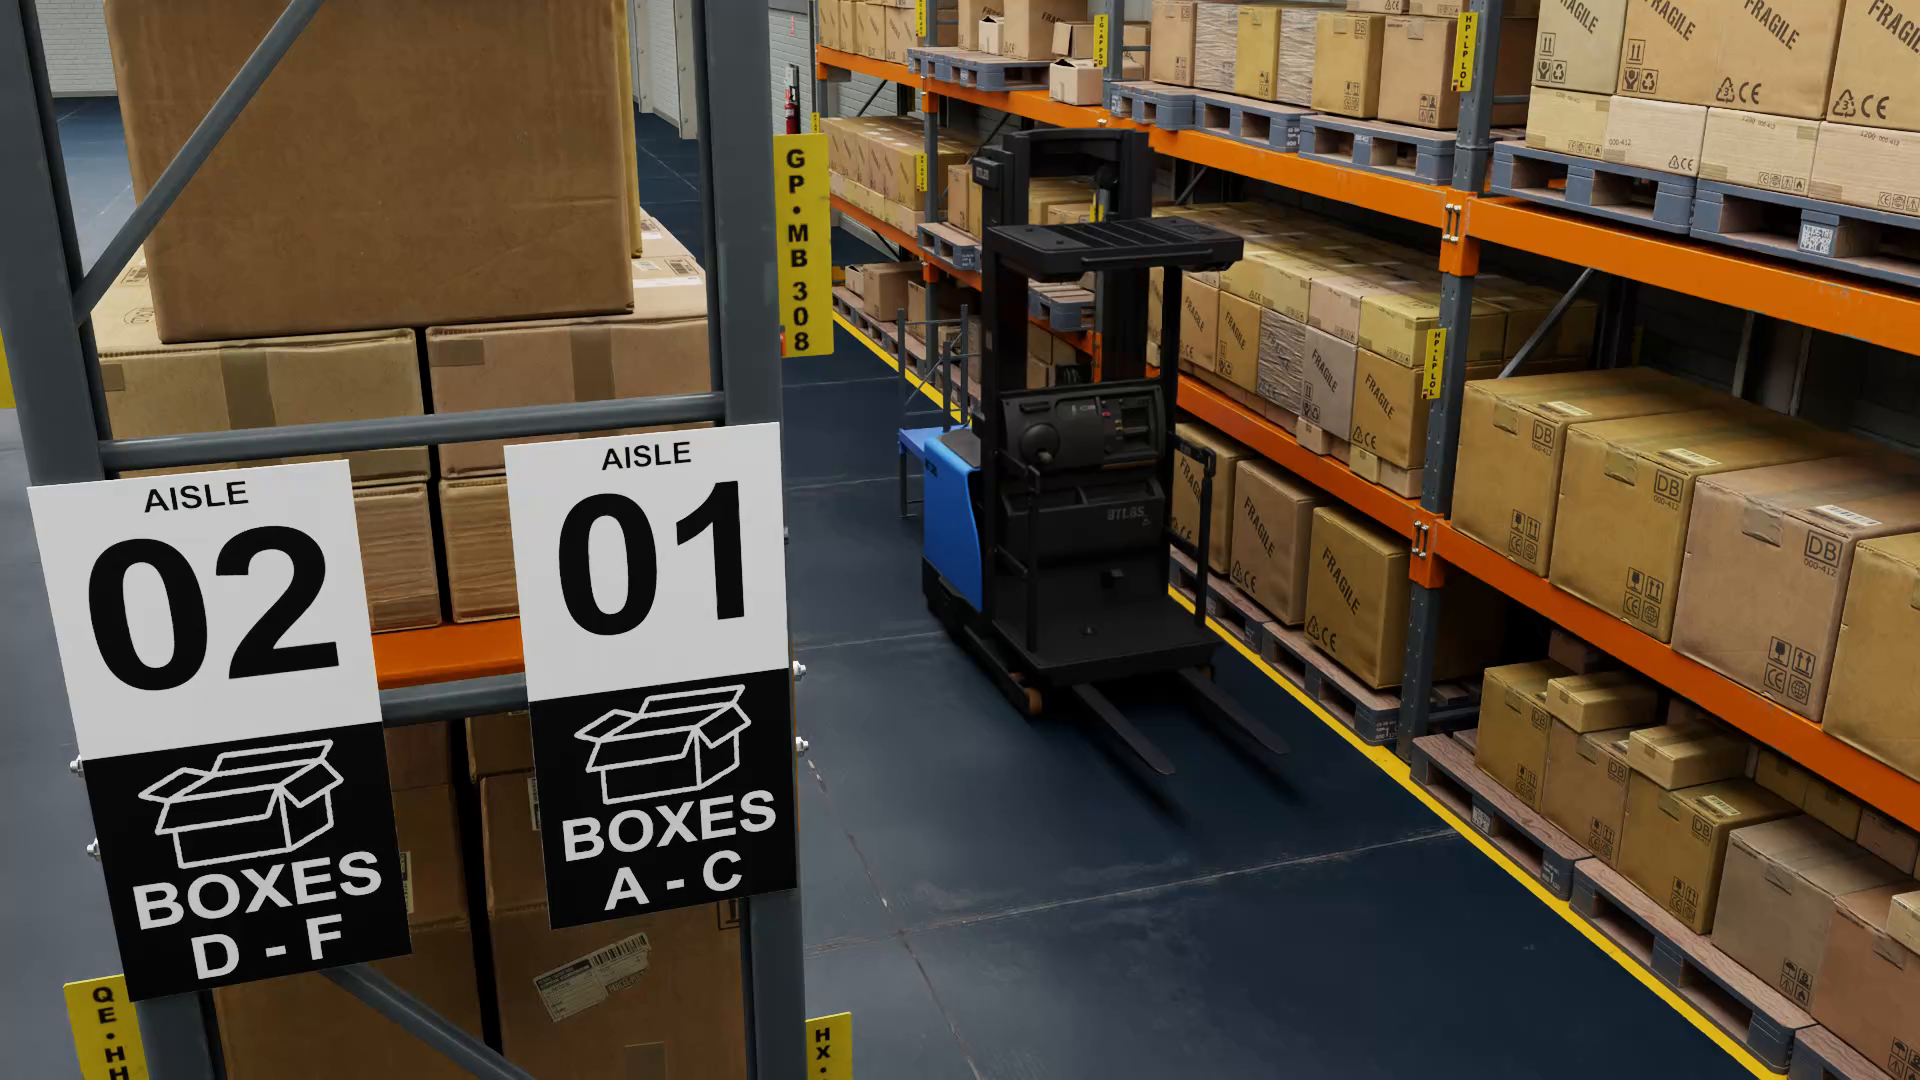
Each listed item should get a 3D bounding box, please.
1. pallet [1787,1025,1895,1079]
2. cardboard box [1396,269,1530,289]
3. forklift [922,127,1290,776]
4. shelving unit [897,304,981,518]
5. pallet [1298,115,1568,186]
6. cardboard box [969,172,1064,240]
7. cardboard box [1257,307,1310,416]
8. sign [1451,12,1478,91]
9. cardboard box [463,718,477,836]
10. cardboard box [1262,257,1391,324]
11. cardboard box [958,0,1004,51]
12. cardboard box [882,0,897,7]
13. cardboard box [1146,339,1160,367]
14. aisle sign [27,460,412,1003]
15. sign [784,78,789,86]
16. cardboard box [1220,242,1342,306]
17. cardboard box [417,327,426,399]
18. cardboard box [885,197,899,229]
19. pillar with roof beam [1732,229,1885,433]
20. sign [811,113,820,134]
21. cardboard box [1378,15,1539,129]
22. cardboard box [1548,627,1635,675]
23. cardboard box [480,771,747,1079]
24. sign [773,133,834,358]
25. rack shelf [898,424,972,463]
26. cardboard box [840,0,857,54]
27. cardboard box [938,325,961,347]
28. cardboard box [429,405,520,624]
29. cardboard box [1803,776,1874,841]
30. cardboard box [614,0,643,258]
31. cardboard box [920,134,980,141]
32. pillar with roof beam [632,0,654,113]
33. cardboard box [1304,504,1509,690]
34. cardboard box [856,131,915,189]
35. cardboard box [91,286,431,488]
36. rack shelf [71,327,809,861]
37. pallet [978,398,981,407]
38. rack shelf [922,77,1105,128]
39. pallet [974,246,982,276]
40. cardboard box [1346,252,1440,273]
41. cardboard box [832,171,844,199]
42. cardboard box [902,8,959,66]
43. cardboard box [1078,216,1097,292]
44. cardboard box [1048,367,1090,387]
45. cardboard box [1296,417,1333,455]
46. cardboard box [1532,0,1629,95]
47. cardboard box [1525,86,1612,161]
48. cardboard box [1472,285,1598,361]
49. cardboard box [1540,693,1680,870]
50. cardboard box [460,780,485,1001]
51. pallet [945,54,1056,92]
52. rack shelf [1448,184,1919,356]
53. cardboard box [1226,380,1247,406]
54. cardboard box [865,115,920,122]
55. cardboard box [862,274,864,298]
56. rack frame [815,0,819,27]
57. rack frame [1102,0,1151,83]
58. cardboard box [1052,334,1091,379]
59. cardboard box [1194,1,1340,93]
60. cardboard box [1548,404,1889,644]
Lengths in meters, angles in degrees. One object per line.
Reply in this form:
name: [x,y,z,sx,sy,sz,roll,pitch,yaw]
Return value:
pallet: [3.622,1.988,5.571,1.003,0.211,1.213,-6,21,-17]
cardboard box: [2.622,-1.252,8.738,0.500,0.250,0.500,-6,21,-17]
forklift: [0.747,-0.598,8.744,1.130,2.935,3.031,-7,21,-19]
shelving unit: [-0.027,-0.733,11.239,0.538,1.500,1.048,-6,21,-17]
pallet: [2.355,-1.971,8.312,0.805,0.209,1.217,-7,21,-19]
cardboard box: [0.472,-2.835,14.072,0.700,0.500,0.500,-4,20,-12]
cardboard box: [1.986,-1.003,9.153,0.500,0.500,0.500,-6,21,-17]
sign: [2.178,-2.103,7.165,0.100,0.325,0.005,-6,21,-17]
cardboard box: [-1.283,0.583,5.207,0.500,0.500,0.500,-6,21,-16]
cardboard box: [1.989,-1.361,9.042,0.500,0.250,0.500,-6,21,-16]
cardboard box: [0.272,-4.400,14.022,0.500,0.500,0.500,-3,20,-9]
cardboard box: [-0.422,-5.174,15.290,0.500,0.500,0.500,-5,20,-14]
cardboard box: [1.391,-1.229,10.742,0.380,0.149,0.250,-6,21,-16]
aisle sign: [-1.023,0.282,2.349,0.394,0.787,0.004,-6,21,-17]
sign: [-2.750,-7.253,26.336,0.001,0.109,0.331,-6,21,-17]
cardboard box: [1.828,-1.525,9.497,0.500,0.250,0.500,-7,21,-18]
cardboard box: [-1.624,-0.510,4.183,0.500,0.250,0.500,-6,21,-17]
cardboard box: [-0.410,-3.147,15.933,0.500,0.250,0.500,-6,21,-17]
pillar with roof beam: [-0.355,-2.593,5.325,9.100,9.000,0.400,-6,21,-17]
sign: [-1.596,-4.561,18.396,0.100,0.325,0.005,-6,21,-17]
cardboard box: [2.518,-2.320,8.202,0.700,0.500,0.500,-8,21,-20]
cardboard box: [2.971,0.497,7.714,0.380,0.149,0.250,-7,21,-18]
cardboard box: [-0.643,0.763,3.228,0.500,0.500,0.500,-6,21,-16]
sign: [-0.239,-0.430,2.445,0.100,0.325,0.005,-6,21,-17]
rack shelf: [-0.027,-0.564,11.300,0.538,0.185,1.000,-6,21,-17]
cardboard box: [-0.912,-5.203,16.850,0.500,0.500,0.500,-5,20,-15]
cardboard box: [-0.021,-1.970,16.003,0.380,0.166,0.250,-9,22,-24]
cardboard box: [-0.674,-0.082,2.992,0.500,0.250,0.500,-6,21,-17]
cardboard box: [3.462,0.995,6.326,0.380,0.149,0.250,-6,21,-17]
cardboard box: [-1.008,-0.811,3.172,0.700,0.500,0.500,-6,21,-17]
cardboard box: [-0.084,-3.719,16.417,0.500,0.500,0.500,-6,21,-16]
pillar with roof beam: [-11.671,-14.146,37.489,9.100,9.000,0.400,-6,21,-17]
cardboard box: [2.363,0.259,8.817,0.750,0.750,0.750,-6,21,-17]
cardboard box: [-0.741,-3.827,16.717,0.500,0.500,0.500,-6,21,-16]
cardboard box: [-1.157,-0.263,2.757,0.500,0.250,0.500,-6,21,-17]
rack shelf: [-1.383,-0.264,4.341,1.077,0.370,4.000,-6,21,-17]
pallet: [0.809,-0.973,13.814,1.003,0.211,1.213,-6,21,-17]
rack shelf: [0.804,-3.359,12.957,1.077,0.370,4.000,-6,21,-17]
pallet: [0.772,-2.184,13.345,1.003,0.211,1.213,-6,21,-17]
cardboard box: [2.460,-1.412,9.185,0.500,0.250,0.500,-7,21,-19]
cardboard box: [-1.053,-3.794,17.736,0.500,0.250,0.500,-7,21,-19]
cardboard box: [-0.218,-4.532,14.982,0.500,0.500,0.500,-6,21,-16]
cardboard box: [1.276,-2.048,11.881,0.700,0.500,0.500,-9,22,-24]
cardboard box: [1.106,-1.078,13.026,0.700,0.500,0.500,-6,21,-17]
cardboard box: [2.036,-0.575,8.921,0.380,0.149,0.250,-6,21,-17]
cardboard box: [2.648,-2.040,6.566,0.500,0.500,0.500,-7,21,-18]
cardboard box: [2.657,-1.696,6.717,0.500,0.250,0.500,-6,21,-17]
cardboard box: [2.793,-1.085,8.273,0.500,0.250,0.500,-6,21,-16]
cardboard box: [2.983,1.031,7.185,0.700,0.500,0.500,-7,21,-18]
cardboard box: [-1.471,0.962,4.152,0.500,0.500,0.500,-6,21,-17]
pallet: [0.598,-3.709,13.145,1.213,0.211,1.003,-6,21,-17]
rack shelf: [3.319,-0.792,5.810,1.077,0.370,4.000,-6,21,-17]
cardboard box: [1.809,-0.914,9.865,0.380,0.149,0.250,-6,21,-17]
cardboard box: [-0.732,-4.374,18.240,0.500,0.500,0.500,-7,21,-18]
cardboard box: [-0.770,-2.738,17.929,0.500,0.311,0.500,-5,20,-13]
rack frame: [-1.081,-7.034,17.689,1.000,3.000,0.127,-6,21,-17]
rack frame: [1.433,-4.467,10.542,1.000,3.000,0.127,-6,21,-17]
cardboard box: [1.038,-1.442,12.933,0.500,0.250,0.500,-6,21,-16]
cardboard box: [1.856,-2.996,10.083,0.700,0.500,0.500,-8,21,-20]
cardboard box: [3.070,-0.091,6.788,0.980,0.700,0.700,-7,21,-19]
